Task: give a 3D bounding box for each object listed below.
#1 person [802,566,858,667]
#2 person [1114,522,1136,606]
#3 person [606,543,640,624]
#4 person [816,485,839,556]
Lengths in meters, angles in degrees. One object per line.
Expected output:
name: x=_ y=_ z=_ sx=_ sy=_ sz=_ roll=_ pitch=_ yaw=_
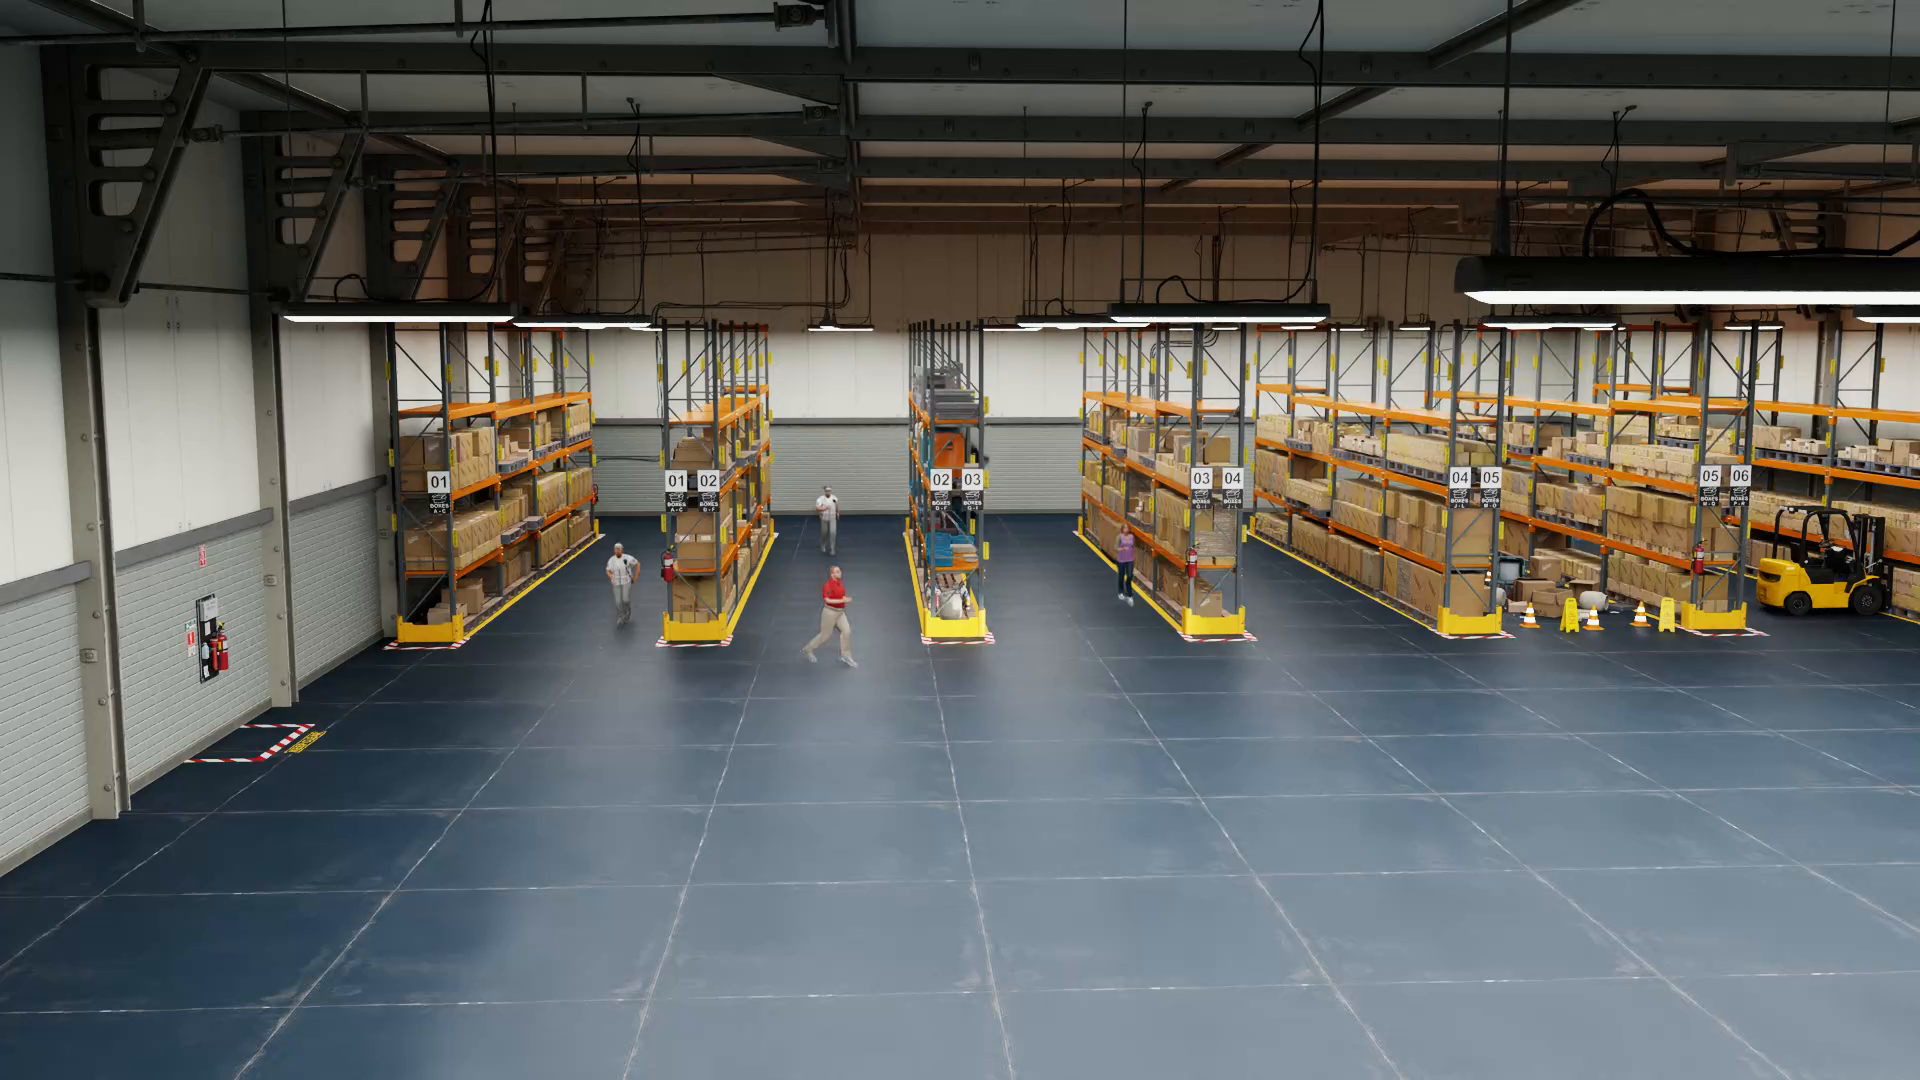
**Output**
person: x=-2.236 y=1.318 z=28.832 sx=0.963 sy=1.769 sz=0.671 roll=3 pitch=8 yaw=25
person: x=3.360 y=0.478 z=33.755 sx=0.522 sy=1.675 sz=0.673 roll=-1 pitch=7 yaw=-8
person: x=-6.663 y=0.872 z=32.806 sx=0.628 sy=1.622 sz=0.697 roll=0 pitch=7 yaw=2
person: x=-3.462 y=-0.535 z=43.470 sx=0.640 sy=1.819 sz=0.907 roll=-2 pitch=7 yaw=-14
